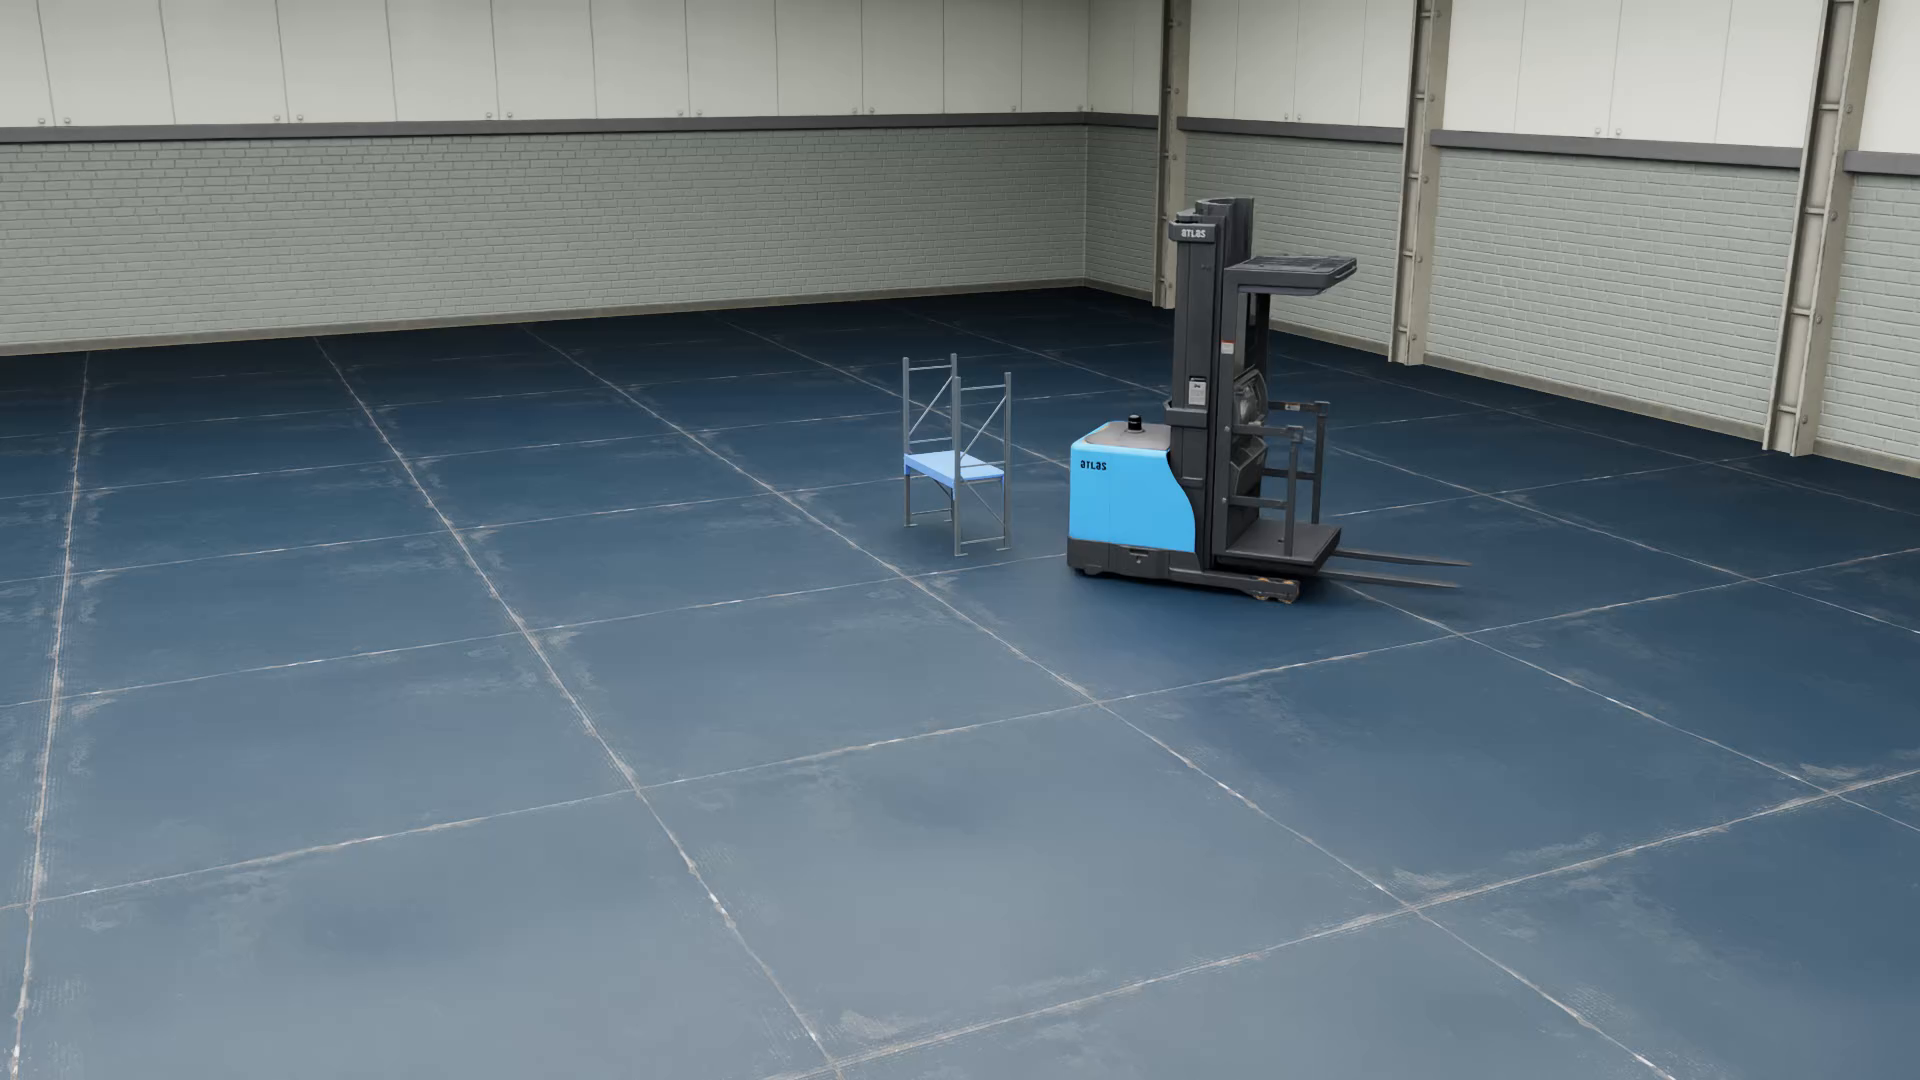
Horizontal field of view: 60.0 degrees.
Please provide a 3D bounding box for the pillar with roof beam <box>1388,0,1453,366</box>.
[{"bbox_3d":[2.218,-6.227,19.636,9.100,9.000,0.400,-8,18,-25],"label":"pillar with roof beam"}]

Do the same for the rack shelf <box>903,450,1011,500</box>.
[{"bbox_3d":[-0.037,-0.569,14.167,0.538,0.185,1.000,-8,18,-25],"label":"rack shelf"}]

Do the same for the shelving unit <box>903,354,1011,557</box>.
[{"bbox_3d":[-0.037,-0.742,14.117,0.538,1.500,1.048,-8,18,-25],"label":"shelving unit"}]

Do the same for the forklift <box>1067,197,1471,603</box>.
[{"bbox_3d":[2.421,-1.097,12.759,3.031,2.935,1.130,7,17,22],"label":"forklift"}]

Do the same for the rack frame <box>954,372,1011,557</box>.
[{"bbox_3d":[0.185,-0.616,13.678,0.500,1.500,0.032,-8,18,-25],"label":"rack frame"}]

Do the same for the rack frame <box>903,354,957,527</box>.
[{"bbox_3d":[-0.260,-0.868,14.557,0.500,1.500,0.032,-8,18,-25],"label":"rack frame"}]

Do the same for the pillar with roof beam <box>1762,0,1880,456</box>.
[{"bbox_3d":[4.847,-4.739,14.452,9.100,9.000,0.400,-8,18,-25],"label":"pillar with roof beam"}]

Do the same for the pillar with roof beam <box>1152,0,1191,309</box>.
[{"bbox_3d":[-0.411,-7.715,24.821,9.100,9.000,0.400,-8,18,-25],"label":"pillar with roof beam"}]
